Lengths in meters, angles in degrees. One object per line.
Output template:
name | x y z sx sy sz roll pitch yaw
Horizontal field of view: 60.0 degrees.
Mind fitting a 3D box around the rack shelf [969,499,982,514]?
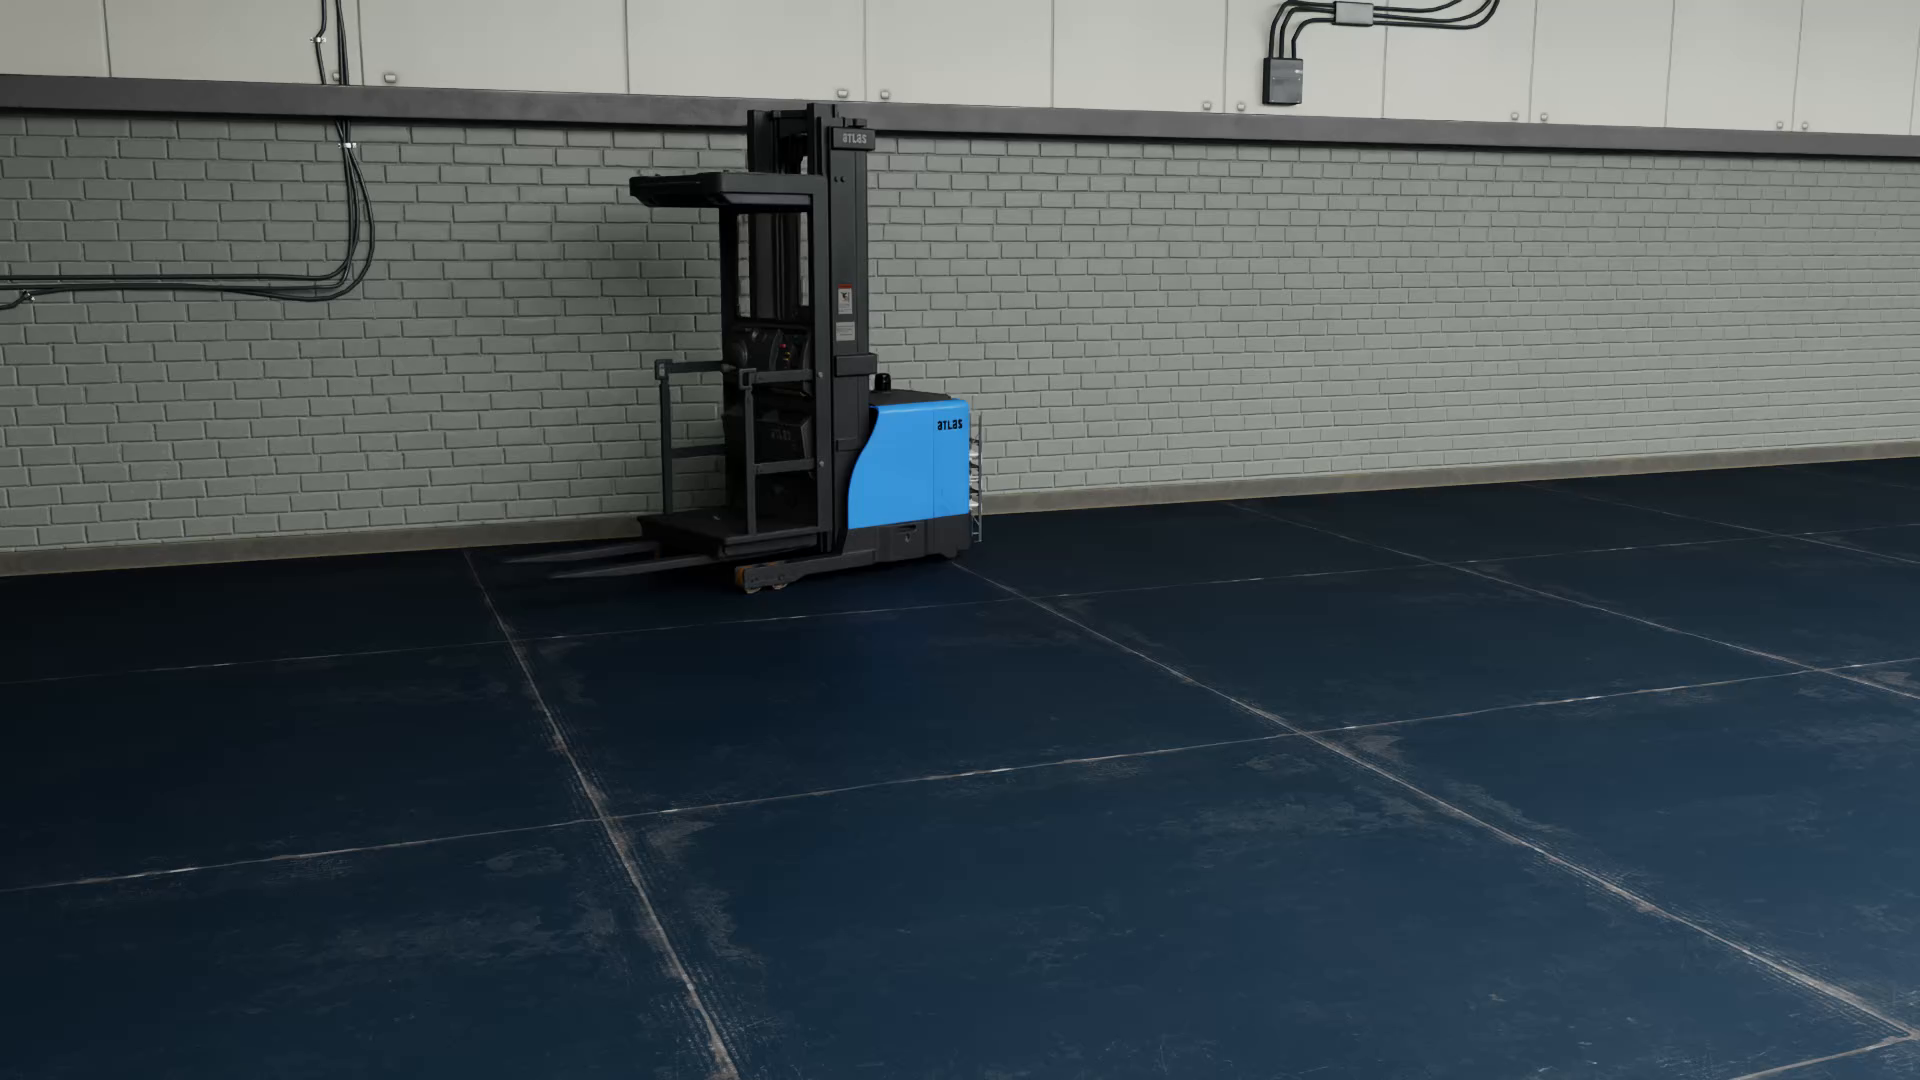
rack shelf | 0.003 -0.232 11.871 0.258 0.077 0.200 -4 11 -21

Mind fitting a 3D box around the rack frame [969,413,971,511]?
rack frame | -0.034 -0.458 11.927 0.240 0.900 0.006 -4 11 -21

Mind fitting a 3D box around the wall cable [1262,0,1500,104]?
wall cable | 3.525 -6.520 13.166 2.305 6.003 0.169 -4 11 -21

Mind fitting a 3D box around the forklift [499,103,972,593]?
forklift | -1.380 -1.223 10.426 3.031 2.935 1.130 -8 13 -39

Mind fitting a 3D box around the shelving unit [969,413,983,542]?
shelving unit | 0.003 -0.442 11.834 0.258 0.900 0.210 -4 11 -21

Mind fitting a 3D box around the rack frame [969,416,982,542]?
rack frame | 0.040 -0.425 11.741 0.240 0.900 0.006 -4 11 -21

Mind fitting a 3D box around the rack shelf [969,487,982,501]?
rack shelf | 0.003 -0.320 11.855 0.258 0.077 0.200 -4 11 -21

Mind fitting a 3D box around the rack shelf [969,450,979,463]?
rack shelf | 0.003 -0.586 11.808 0.258 0.077 0.200 -4 11 -21

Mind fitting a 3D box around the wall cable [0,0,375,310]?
wall cable | -5.329 -2.717 10.363 3.097 2.526 0.112 -4 11 -21

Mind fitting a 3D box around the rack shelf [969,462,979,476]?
rack shelf | 0.003 -0.498 11.824 0.258 0.077 0.200 -4 11 -21

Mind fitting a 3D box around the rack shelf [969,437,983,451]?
rack shelf | 0.003 -0.675 11.792 0.258 0.077 0.200 -4 11 -21

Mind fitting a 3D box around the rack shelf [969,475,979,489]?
rack shelf | 0.003 -0.409 11.840 0.258 0.077 0.200 -4 11 -21
